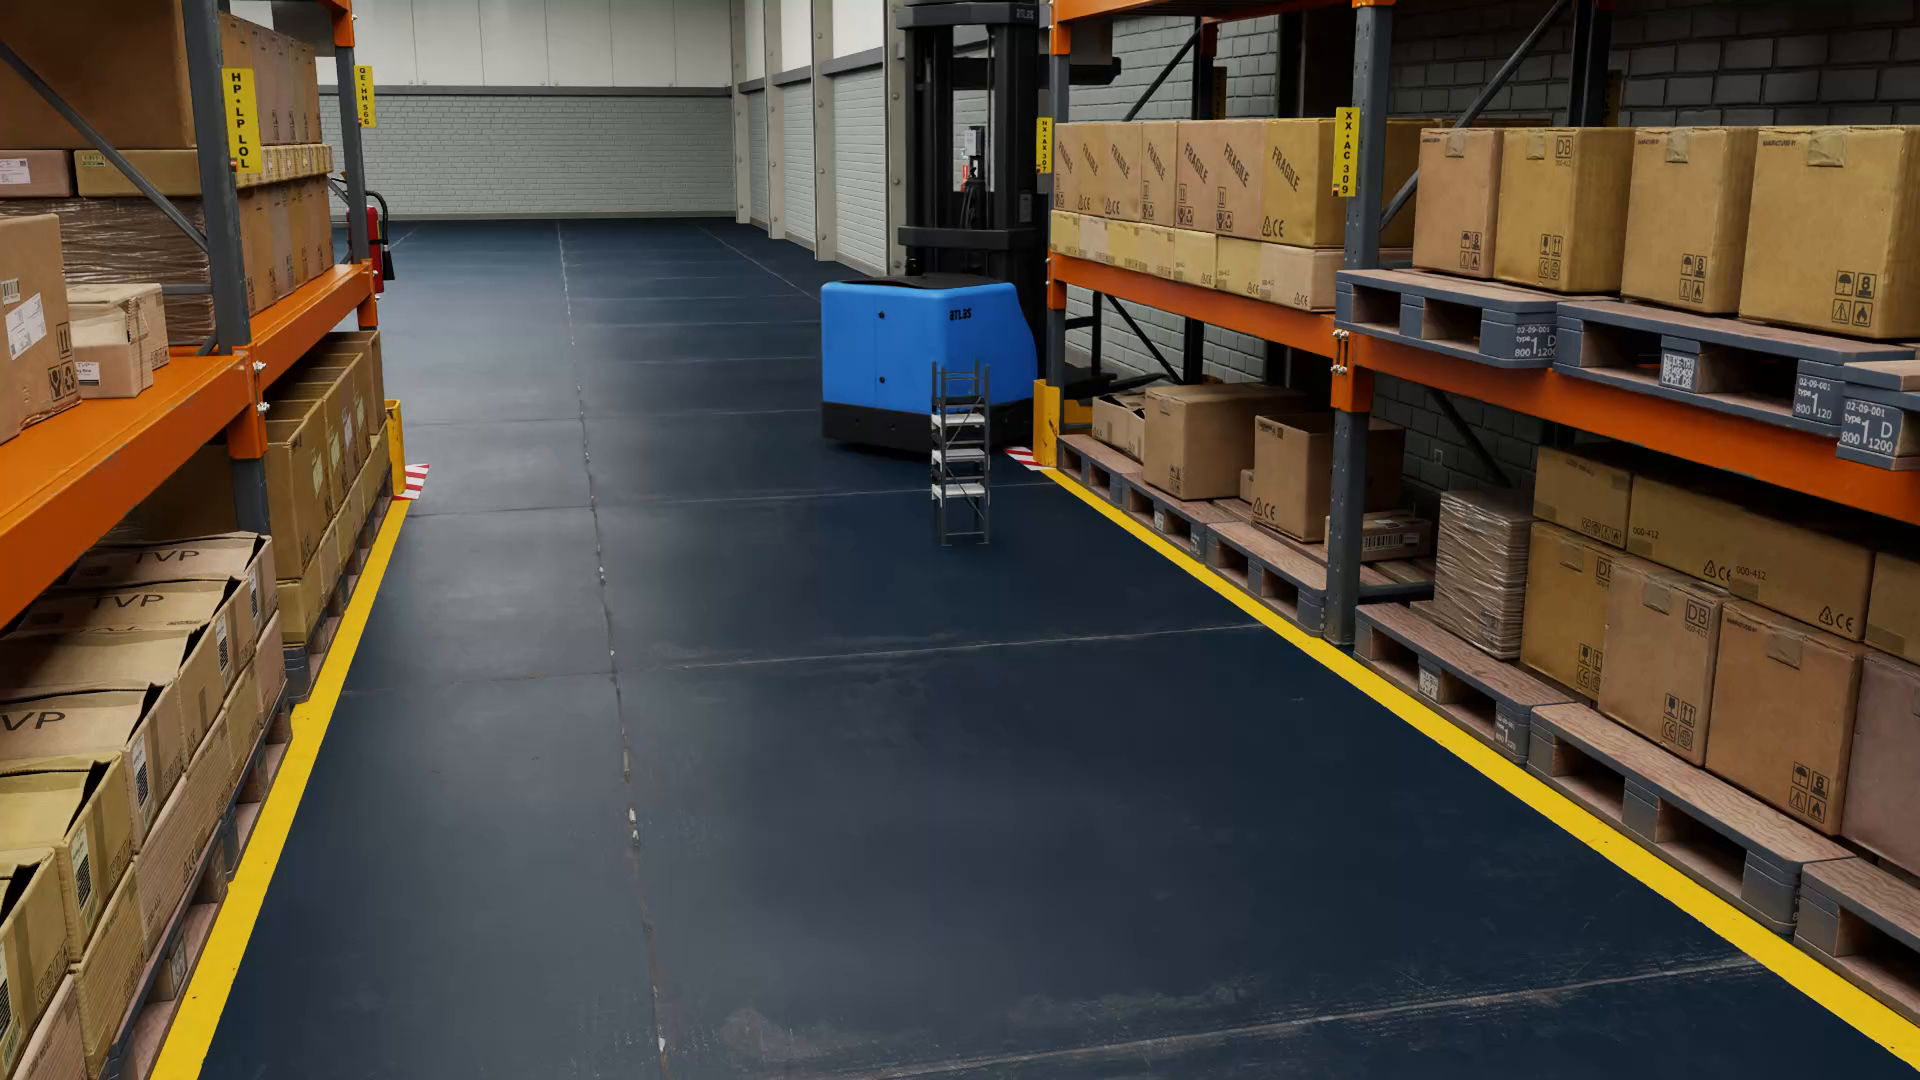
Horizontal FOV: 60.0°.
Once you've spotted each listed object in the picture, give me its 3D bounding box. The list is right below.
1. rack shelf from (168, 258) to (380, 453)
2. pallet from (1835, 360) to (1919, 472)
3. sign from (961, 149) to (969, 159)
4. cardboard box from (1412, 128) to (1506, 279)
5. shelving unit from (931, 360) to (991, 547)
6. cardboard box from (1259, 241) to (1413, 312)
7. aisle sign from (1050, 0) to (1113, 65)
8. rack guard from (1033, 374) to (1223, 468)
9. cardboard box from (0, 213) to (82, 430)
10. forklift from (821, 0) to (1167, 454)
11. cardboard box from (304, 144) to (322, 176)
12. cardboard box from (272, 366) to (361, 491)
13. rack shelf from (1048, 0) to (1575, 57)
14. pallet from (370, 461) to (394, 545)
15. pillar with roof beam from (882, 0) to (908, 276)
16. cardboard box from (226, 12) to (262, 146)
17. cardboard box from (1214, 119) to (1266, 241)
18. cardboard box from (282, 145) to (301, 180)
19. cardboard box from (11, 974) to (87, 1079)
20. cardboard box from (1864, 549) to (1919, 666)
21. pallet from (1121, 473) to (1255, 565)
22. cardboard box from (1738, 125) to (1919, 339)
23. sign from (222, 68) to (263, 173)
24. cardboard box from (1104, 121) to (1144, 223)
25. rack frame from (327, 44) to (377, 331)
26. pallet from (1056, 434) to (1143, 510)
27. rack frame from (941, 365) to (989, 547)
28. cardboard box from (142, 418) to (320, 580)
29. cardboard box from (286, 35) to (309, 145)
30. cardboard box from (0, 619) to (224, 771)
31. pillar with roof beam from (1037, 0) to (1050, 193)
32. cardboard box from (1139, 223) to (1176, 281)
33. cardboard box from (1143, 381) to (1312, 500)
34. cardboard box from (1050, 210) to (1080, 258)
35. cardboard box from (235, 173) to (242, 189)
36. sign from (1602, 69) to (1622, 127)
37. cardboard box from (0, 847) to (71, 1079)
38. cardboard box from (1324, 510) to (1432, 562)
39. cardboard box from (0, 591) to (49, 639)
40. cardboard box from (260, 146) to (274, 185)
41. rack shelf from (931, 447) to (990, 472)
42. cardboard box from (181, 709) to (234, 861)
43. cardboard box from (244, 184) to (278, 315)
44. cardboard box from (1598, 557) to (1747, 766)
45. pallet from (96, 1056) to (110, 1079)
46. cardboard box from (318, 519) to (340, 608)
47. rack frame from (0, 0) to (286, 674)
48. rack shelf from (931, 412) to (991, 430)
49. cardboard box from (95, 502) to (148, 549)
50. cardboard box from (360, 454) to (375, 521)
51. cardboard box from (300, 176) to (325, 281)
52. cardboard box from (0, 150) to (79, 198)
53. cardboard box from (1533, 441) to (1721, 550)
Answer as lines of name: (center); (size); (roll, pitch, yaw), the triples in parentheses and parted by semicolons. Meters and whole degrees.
rack shelf: (-3.306, -0.902, 7.316); (1.077, 0.370, 4.000); (-3, 14, -13)
pallet: (2.646, -0.210, 3.370); (1.213, 0.211, 1.003); (-3, 14, -13)
sign: (0.054, -4.240, 18.269); (0.001, 0.109, 0.331); (-3, 14, -13)
cardboard box: (2.064, -1.210, 5.923); (0.700, 0.500, 0.500); (-3, 14, -13)
shelving unit: (0.002, -0.435, 8.313); (0.258, 0.900, 0.210); (-3, 14, -13)
cardboard box: (1.572, -1.097, 6.869); (0.500, 0.250, 0.500); (-3, 14, -13)
aisle sign: (0.730, -3.253, 9.944); (0.394, 0.787, 0.004); (-3, 14, -13)
rack guard: (1.056, -0.758, 10.478); (1.175, 0.500, 0.348); (-3, 14, -13)
cardboard box: (-2.548, -0.539, 4.104); (0.500, 0.500, 0.500); (-2, 14, -9)
forklift: (0.393, -2.237, 11.409); (1.130, 2.935, 3.031); (11, 17, 37)
cardboard box: (-3.378, -1.880, 8.225); (0.380, 0.149, 0.250); (-3, 14, -14)
cardboard box: (-2.995, -0.493, 7.455); (0.500, 0.500, 0.500); (-3, 14, -13)
rack shelf: (1.508, -2.636, 8.094); (1.077, 0.370, 4.000); (-3, 14, -13)
pallet: (-3.556, -0.185, 8.738); (1.003, 0.211, 1.213); (-3, 14, -13)
pillar with roof beam: (-4.959, -7.320, 19.426); (9.100, 9.000, 0.400); (-3, 14, -13)
cardboard box: (-3.184, -1.803, 6.544); (0.700, 0.500, 0.500); (-3, 14, -13)
cardboard box: (1.443, -1.575, 7.248); (0.500, 0.500, 0.500); (-3, 14, -14)
cardboard box: (-3.195, -1.701, 7.491); (0.380, 0.149, 0.250); (-3, 14, -12)
cardboard box: (-1.853, 1.011, 2.878); (0.500, 0.250, 0.500); (-4, 14, -15)
cardboard box: (2.624, 0.193, 4.075); (0.500, 0.250, 0.500); (-3, 14, -12)
pallet: (1.496, -0.148, 8.587); (1.003, 0.211, 1.213); (-3, 14, -13)
cardboard box: (2.483, -0.801, 4.248); (0.700, 0.500, 0.500); (-3, 14, -13)
sign: (-2.311, -1.347, 5.347); (0.100, 0.325, 0.005); (-3, 14, -13)
cardboard box: (1.080, -1.930, 8.702); (0.500, 0.500, 0.500); (-4, 14, -15)
rack frame: (-3.776, -1.713, 9.119); (1.000, 3.000, 0.127); (-3, 14, -13)
pallet: (1.213, -0.429, 9.737); (1.003, 0.211, 1.213); (-3, 14, -13)
rack frame: (0.026, -0.412, 8.217); (0.240, 0.900, 0.006); (-3, 14, -13)
cardboard box: (-2.641, -0.147, 6.039); (0.500, 0.500, 0.500); (-3, 14, -13)
cardboard box: (-3.537, -2.150, 7.964); (0.700, 0.500, 0.500); (-4, 14, -15)
cardboard box: (-2.220, 0.381, 4.273); (0.500, 0.311, 0.500); (-3, 14, -13)
pillar with roof beam: (-3.550, -5.935, 13.761); (9.100, 9.000, 0.400); (-3, 14, -13)
cardboard box: (1.211, -1.443, 8.288); (0.500, 0.250, 0.500); (-3, 14, -13)
cardboard box: (1.371, -0.521, 8.581); (0.700, 0.500, 0.500); (-4, 14, -17)
cardboard box: (0.844, -1.797, 9.735); (0.500, 0.250, 0.500); (-4, 14, -15)
cardboard box: (-2.833, -1.344, 6.032); (0.380, 0.149, 0.250); (-4, 14, -15)
sign: (2.516, -1.662, 6.468); (0.100, 0.325, 0.005); (-3, 14, -13)
cardboard box: (-1.866, 0.734, 2.831); (0.500, 0.311, 0.500); (-4, 14, -15)
cardboard box: (1.823, -0.027, 7.258); (0.380, 0.166, 0.250); (-5, 15, -21)
cardboard box: (-2.869, 0.294, 4.631); (0.500, 0.311, 0.500); (-3, 14, -14)
cardboard box: (-3.018, -1.524, 6.767); (0.380, 0.149, 0.250); (-4, 14, -15)
rack shelf: (0.002, -0.403, 8.320); (0.258, 0.077, 0.200); (-3, 14, -13)
cardboard box: (-2.220, 0.656, 4.332); (0.500, 0.250, 0.500); (-3, 14, -12)
cardboard box: (-3.191, -1.178, 6.719); (0.700, 0.500, 0.500); (-3, 14, -12)
cardboard box: (2.418, 0.338, 5.062); (0.700, 0.500, 0.500); (-3, 14, -13)
pallet: (-2.052, 1.295, 2.682); (1.003, 0.211, 1.213); (-3, 14, -13)
cardboard box: (-2.763, 0.102, 6.599); (0.500, 0.250, 0.500); (-3, 14, -13)
rack frame: (-2.836, -0.790, 5.342); (1.000, 3.000, 0.127); (-3, 14, -13)
rack shelf: (0.002, -0.578, 8.278); (0.258, 0.077, 0.200); (-3, 14, -13)
cardboard box: (-3.264, -0.234, 6.392); (0.500, 0.500, 0.500); (-3, 14, -13)
cardboard box: (-3.114, -0.244, 8.016); (0.500, 0.250, 0.500); (-3, 14, -13)
cardboard box: (-3.551, -1.532, 8.169); (0.700, 0.500, 0.500); (-3, 14, -12)
cardboard box: (-3.109, -1.205, 5.461); (0.380, 0.149, 0.250); (-3, 14, -13)
cardboard box: (2.274, -0.161, 5.525); (0.500, 0.250, 0.500); (-4, 14, -14)
